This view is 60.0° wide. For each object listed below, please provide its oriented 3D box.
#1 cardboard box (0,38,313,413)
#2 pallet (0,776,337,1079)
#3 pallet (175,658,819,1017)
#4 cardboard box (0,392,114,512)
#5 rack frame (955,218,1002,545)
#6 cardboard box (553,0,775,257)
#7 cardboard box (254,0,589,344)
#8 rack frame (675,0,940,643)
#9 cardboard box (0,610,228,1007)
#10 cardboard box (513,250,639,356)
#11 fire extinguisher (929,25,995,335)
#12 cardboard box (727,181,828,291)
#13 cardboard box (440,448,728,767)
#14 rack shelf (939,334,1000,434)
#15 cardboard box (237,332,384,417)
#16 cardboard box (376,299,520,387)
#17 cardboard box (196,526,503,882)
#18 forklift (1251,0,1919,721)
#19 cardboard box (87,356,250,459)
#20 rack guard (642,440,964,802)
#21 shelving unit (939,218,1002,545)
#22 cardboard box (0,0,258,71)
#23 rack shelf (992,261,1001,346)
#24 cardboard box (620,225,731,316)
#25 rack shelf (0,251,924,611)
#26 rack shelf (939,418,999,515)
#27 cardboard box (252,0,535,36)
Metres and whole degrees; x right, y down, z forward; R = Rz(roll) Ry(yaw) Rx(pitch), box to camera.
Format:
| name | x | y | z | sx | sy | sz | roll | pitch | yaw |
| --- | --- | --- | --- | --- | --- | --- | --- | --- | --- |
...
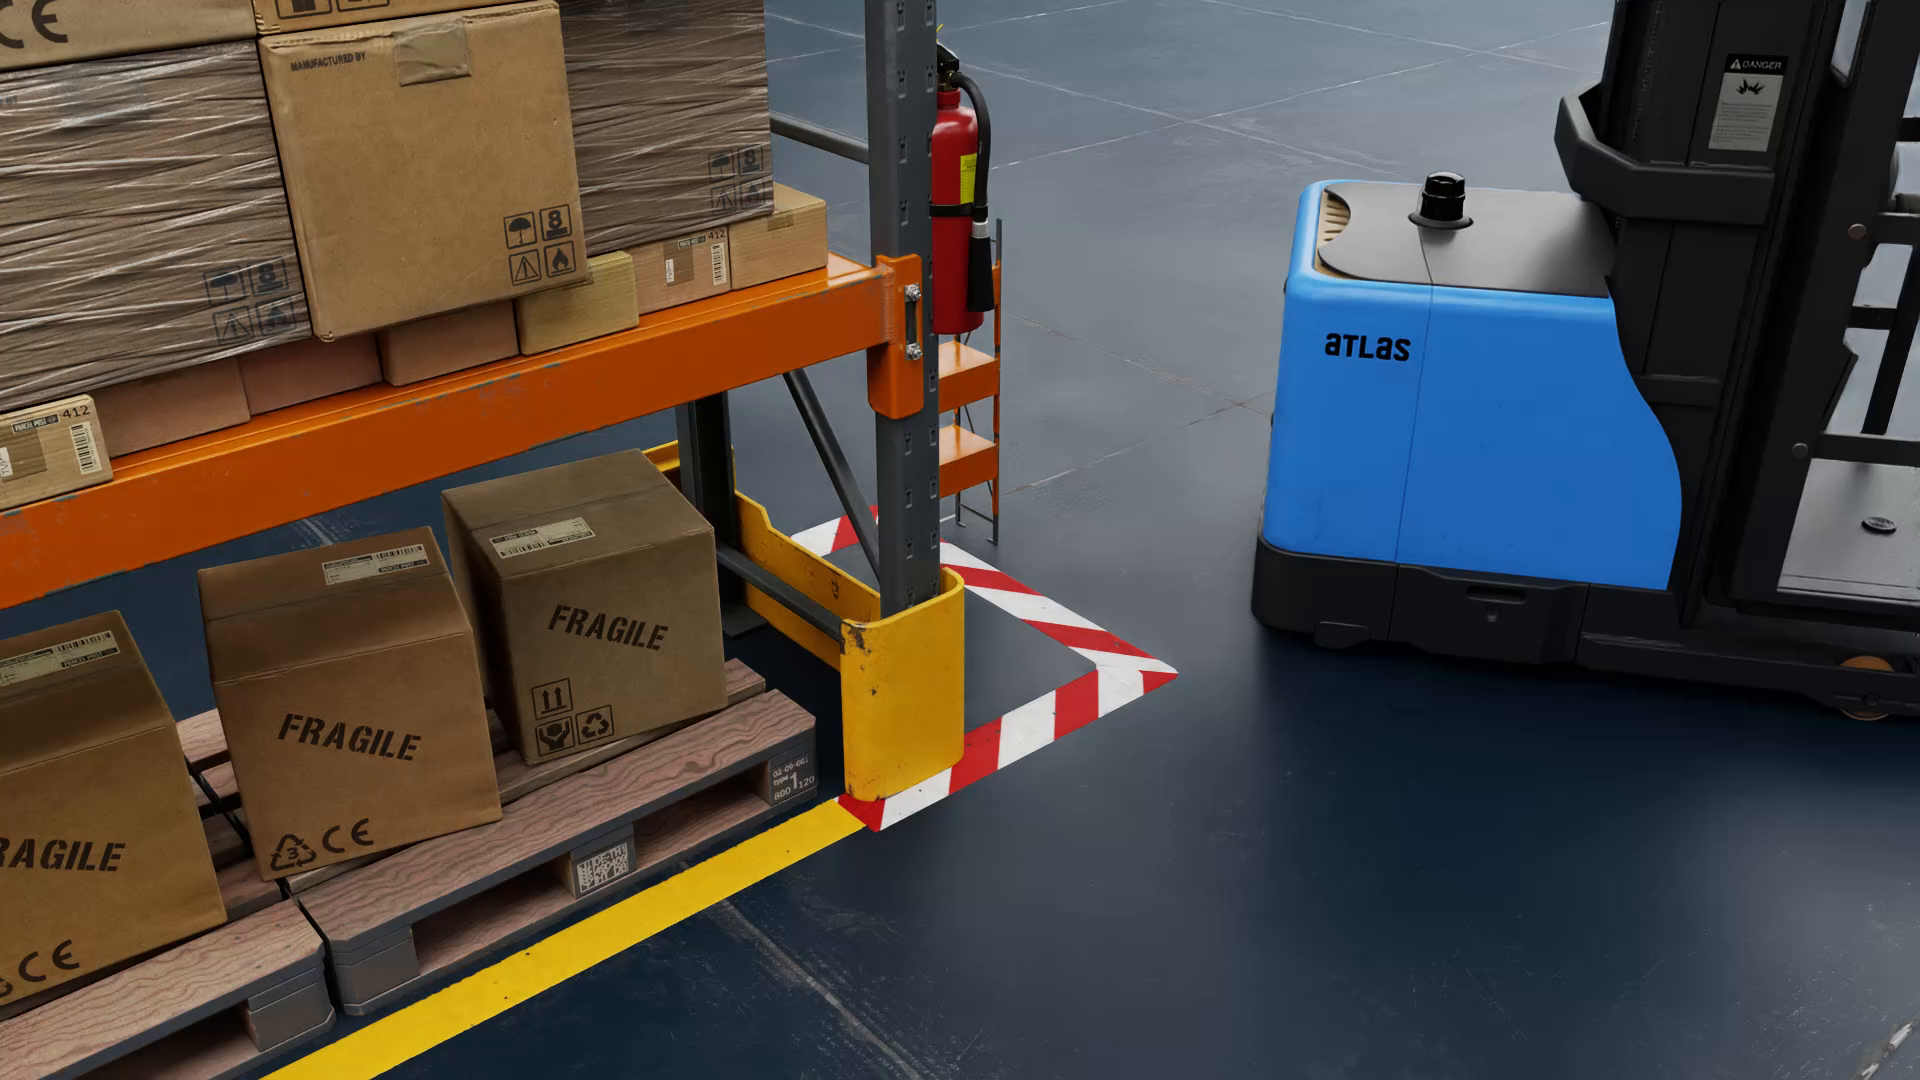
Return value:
| name | x | y | z | sx | sy | sz | roll | pitch | yaw |
| --- | --- | --- | --- | --- | --- | --- | --- | --- | --- |
| cardboard box | -1.563 | -0.640 | 2.844 | 0.500 | 0.500 | 0.875 | -22 | 35 | -35 |
| pallet | -2.042 | 0.903 | 3.336 | 1.213 | 0.211 | 1.003 | -22 | 35 | -35 |
| pallet | -1.114 | 0.532 | 4.031 | 1.213 | 0.211 | 1.003 | -22 | 35 | -35 |
| cardboard box | -1.571 | -0.188 | 2.687 | 0.250 | 0.149 | 0.380 | -22 | 35 | -35 |
| rack frame | 0.052 | -0.484 | 5.042 | 0.008 | 1.050 | 0.200 | -22 | 35 | -35 |
| cardboard box | -0.852 | -0.974 | 3.468 | 0.500 | 0.500 | 0.875 | -22 | 35 | -35 |
| cardboard box | -1.154 | -0.778 | 3.102 | 0.500 | 0.500 | 0.875 | -22 | 35 | -35 |
| rack frame | -0.416 | -0.957 | 3.858 | 0.127 | 3.000 | 1.000 | -22 | 35 | -35 |
| cardboard box | -1.823 | 0.525 | 3.291 | 0.500 | 0.500 | 0.500 | -18 | 33 | -30 |
| cardboard box | -0.846 | -0.514 | 3.296 | 0.250 | 0.149 | 0.380 | -22 | 35 | -35 |
| fire extinguisher | -0.029 | -0.793 | 3.633 | 0.183 | 0.674 | 0.296 | -22 | 35 | -35 |
| cardboard box | -0.498 | -0.685 | 3.616 | 0.250 | 0.149 | 0.380 | -22 | 35 | -35 |
| cardboard box | -0.901 | 0.145 | 4.002 | 0.500 | 0.500 | 0.500 | -15 | 32 | -26 |
| rack shelf | -0.041 | -0.437 | 4.977 | 0.240 | 0.259 | 0.215 | -22 | 35 | -35 |
| cardboard box | -1.263 | -0.381 | 3.047 | 0.250 | 0.149 | 0.380 | -22 | 35 | -35 |
| cardboard box | -1.046 | -0.443 | 3.163 | 0.250 | 0.149 | 0.380 | -22 | 35 | -35 |
| cardboard box | -1.334 | 0.340 | 3.637 | 0.500 | 0.500 | 0.500 | -13 | 31 | -22 |
| forklift | 2.398 | -1.074 | 4.150 | 3.031 | 2.935 | 1.130 | 6 | 29 | 11 |
| cardboard box | -1.439 | -0.297 | 2.889 | 0.250 | 0.149 | 0.380 | -22 | 35 | -35 |
| rack guard | -0.473 | 0.169 | 4.404 | 0.348 | 0.500 | 1.175 | -22 | 35 | -35 |
| shelving unit | -0.041 | -0.447 | 4.972 | 0.252 | 1.050 | 0.215 | -22 | 35 | -35 |
| cardboard box | -1.432 | -1.009 | 2.474 | 0.500 | 0.500 | 0.500 | -22 | 35 | -35 |
| rack shelf | -0.040 | -0.688 | 4.843 | 0.240 | 0.259 | 0.215 | -22 | 35 | -35 |
| cardboard box | -0.689 | -0.609 | 3.473 | 0.250 | 0.149 | 0.380 | -22 | 35 | -35 |
| rack shelf | -1.937 | -0.028 | 2.883 | 4.000 | 0.370 | 1.077 | -22 | 35 | -35 |
| rack shelf | -0.041 | -0.192 | 5.108 | 0.240 | 0.259 | 0.215 | -22 | 35 | -35 |
| cardboard box | -1.050 | -1.161 | 2.758 | 0.500 | 0.500 | 0.500 | -22 | 35 | -35 |
